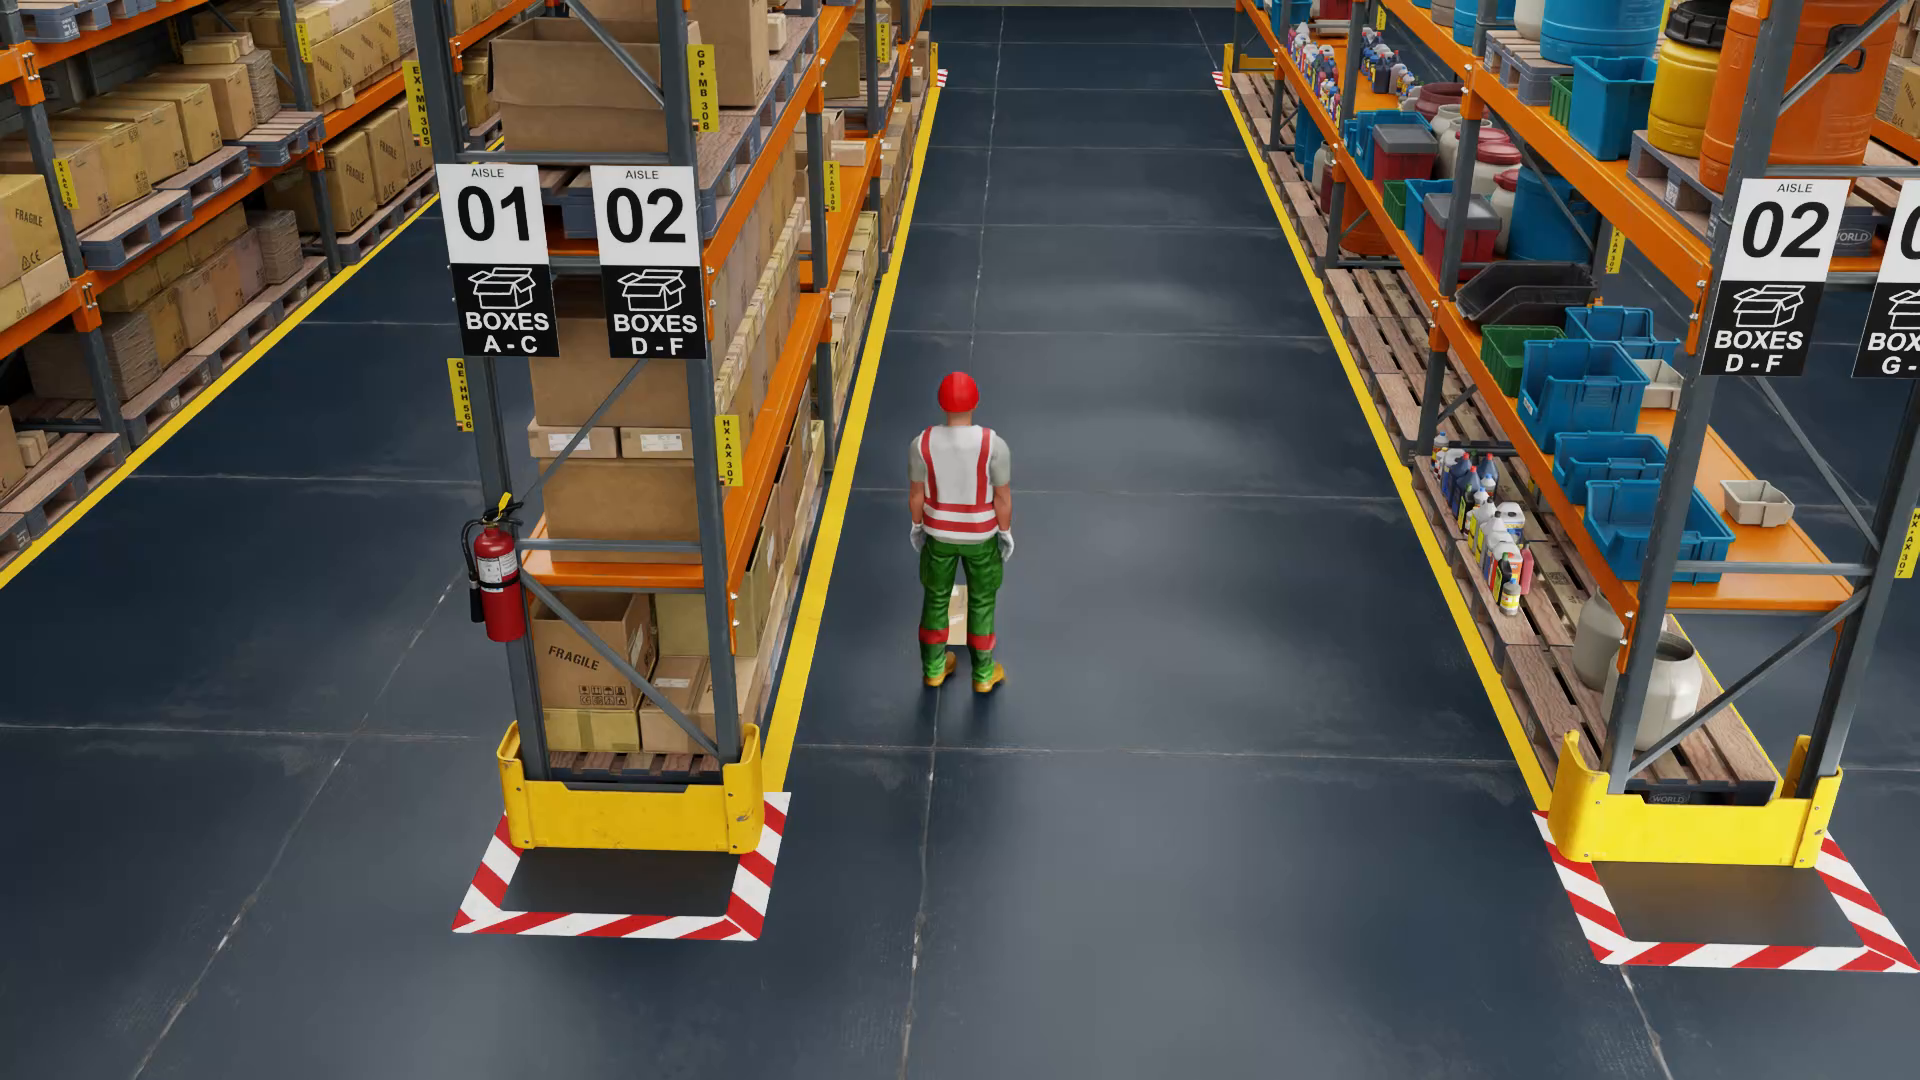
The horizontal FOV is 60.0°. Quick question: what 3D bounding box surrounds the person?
[{"bbox_3d":[0.006,-0.040,8.637,0.556,1.808,0.337,5,28,9],"label":"person"}]
